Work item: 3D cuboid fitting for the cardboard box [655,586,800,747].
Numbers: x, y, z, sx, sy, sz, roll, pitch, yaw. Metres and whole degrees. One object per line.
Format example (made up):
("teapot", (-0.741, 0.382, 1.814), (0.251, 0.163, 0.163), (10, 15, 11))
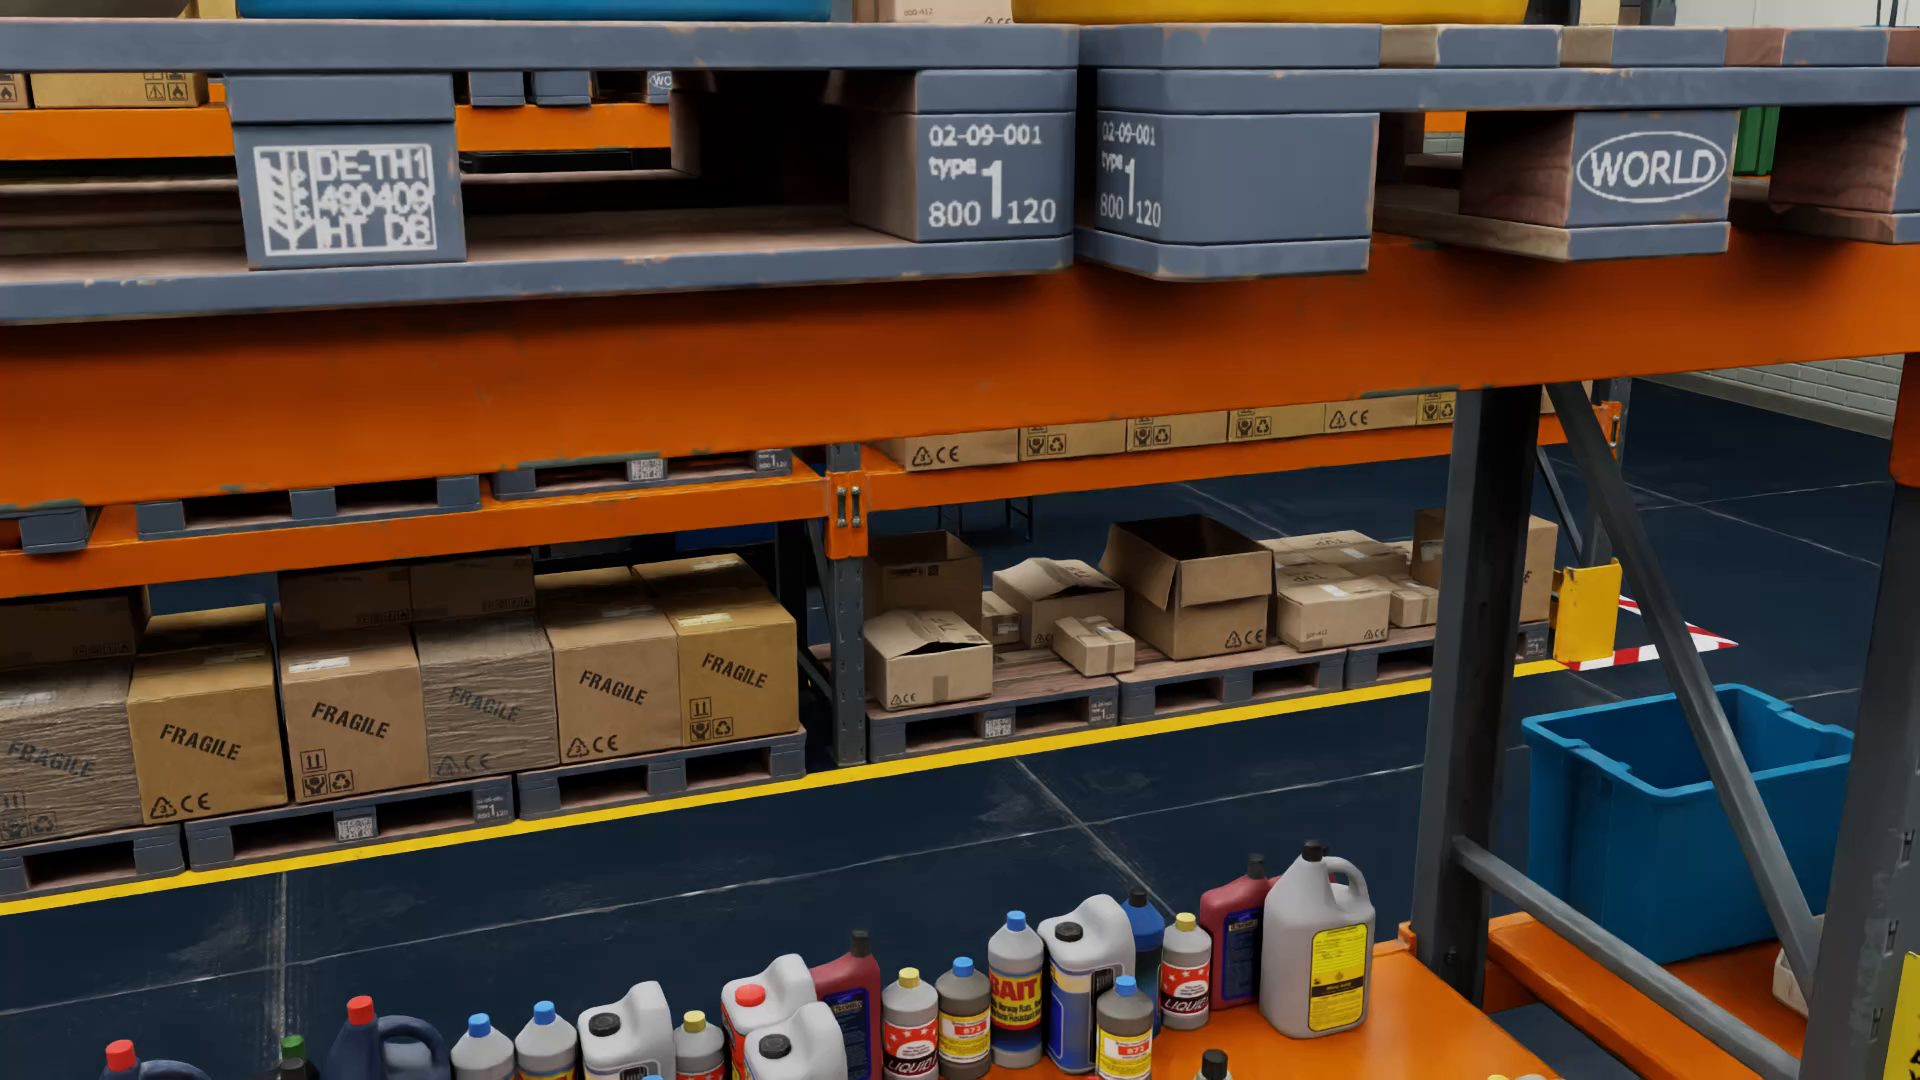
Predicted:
("cardboard box", (-1.002, 0.531, 7.123), (0.500, 0.500, 0.500), (-6, 17, -20))

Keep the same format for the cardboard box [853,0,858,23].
("cardboard box", (-0.287, -2.310, 7.197), (0.500, 0.250, 0.500), (-6, 17, -20))

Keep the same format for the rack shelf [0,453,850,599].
("rack shelf", (-2.512, -0.036, 6.673), (4.000, 0.370, 1.077), (-6, 17, -20))

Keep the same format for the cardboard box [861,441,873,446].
("cardboard box", (-0.269, -0.749, 7.646), (0.500, 0.500, 0.500), (-6, 17, -19))

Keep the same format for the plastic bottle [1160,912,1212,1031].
("plastic bottle", (0.404, 0.771, 3.002), (0.097, 0.201, 0.097), (0, 16, 0))

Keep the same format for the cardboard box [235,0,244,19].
("cardboard box", (-2.385, -2.153, 6.181), (0.600, 0.600, 0.600), (-7, 18, -22))

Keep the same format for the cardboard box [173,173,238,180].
("cardboard box", (-4.860, -2.258, 10.894), (0.500, 0.250, 0.500), (-7, 18, -21))

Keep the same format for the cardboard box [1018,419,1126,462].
("cardboard box", (0.406, -0.663, 7.354), (0.500, 0.500, 0.500), (-6, 17, -19))

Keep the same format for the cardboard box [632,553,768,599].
("cardboard box", (-1.183, 0.390, 7.601), (0.500, 0.500, 0.500), (-7, 18, -23))

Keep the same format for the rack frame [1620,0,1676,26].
("rack frame", (3.091, -3.864, 7.787), (0.127, 3.000, 1.000), (-6, 17, -20))

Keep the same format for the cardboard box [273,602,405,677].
("cardboard box", (-2.619, 0.546, 7.070), (0.500, 0.500, 0.500), (-7, 18, -22))

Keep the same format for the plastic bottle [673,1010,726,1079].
("plastic bottle", (-0.426, 0.861, 2.697), (0.097, 0.201, 0.097), (0, 16, 0))

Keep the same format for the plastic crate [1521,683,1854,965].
("plastic crate", (1.439, 0.563, 3.279), (0.575, 0.384, 0.392), (-6, 17, -20))

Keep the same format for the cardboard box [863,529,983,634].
("cardboard box", (-0.214, 0.274, 7.999), (0.500, 0.500, 0.500), (-6, 17, -20))

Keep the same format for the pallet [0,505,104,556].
("pallet", (-3.771, -0.174, 6.208), (1.003, 0.211, 1.213), (-6, 17, -20))

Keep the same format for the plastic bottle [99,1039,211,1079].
("plastic bottle", (-1.154, 0.875, 2.384), (0.185, 0.351, 0.144), (-6, 17, -20))

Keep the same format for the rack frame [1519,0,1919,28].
("rack frame", (1.125, -2.157, 1.974), (0.127, 3.000, 1.000), (-6, 17, -20))

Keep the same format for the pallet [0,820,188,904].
("pallet", (-3.669, 1.093, 6.501), (1.213, 0.211, 1.003), (-6, 17, -20))

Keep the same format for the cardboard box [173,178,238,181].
("cardboard box", (-4.672, -2.126, 10.443), (0.500, 0.250, 0.500), (-6, 17, -20))

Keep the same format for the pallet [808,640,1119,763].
("pallet", (-0.002, 0.686, 7.886), (1.213, 0.211, 1.003), (-6, 17, -20))

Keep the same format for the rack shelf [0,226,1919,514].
("rack shelf", (-0.743, -0.171, 1.811), (4.000, 0.370, 1.077), (-6, 17, -20))

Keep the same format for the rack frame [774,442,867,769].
("rack frame", (-0.644, -0.583, 7.259), (0.127, 3.000, 1.000), (-6, 17, -20))

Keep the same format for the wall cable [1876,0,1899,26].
("wall cable", (6.724, -4.154, 14.283), (0.112, 2.526, 3.097), (-6, 17, -20))

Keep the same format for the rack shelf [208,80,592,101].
("rack shelf", (-4.288, -2.778, 10.688), (4.000, 0.370, 1.077), (-6, 17, -20))

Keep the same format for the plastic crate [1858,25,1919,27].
("plastic crate", (1.861, -0.814, 3.019), (0.300, 0.233, 0.416), (-6, 17, -20))

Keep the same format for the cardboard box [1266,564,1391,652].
("cardboard box", (1.774, 0.330, 8.251), (0.500, 0.250, 0.500), (-6, 17, -20))

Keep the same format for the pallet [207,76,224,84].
("pallet", (-4.530, -3.023, 10.581), (1.213, 0.211, 1.003), (-5, 17, -18))

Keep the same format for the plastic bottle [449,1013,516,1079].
("plastic bottle", (-0.734, 0.860, 2.574), (0.097, 0.271, 0.097), (0, 16, 0))

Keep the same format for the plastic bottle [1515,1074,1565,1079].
("plastic bottle", (0.872, 0.905, 2.412), (0.135, 0.276, 0.152), (-6, 17, -20))

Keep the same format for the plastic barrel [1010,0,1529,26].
("plastic barrel", (0.345, -0.865, 1.816), (0.600, 0.588, 0.600), (0, 16, 0))

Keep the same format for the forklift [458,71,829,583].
("forklift", (-2.209, -1.126, 9.230), (3.031, 2.935, 1.130), (-7, 18, -23))

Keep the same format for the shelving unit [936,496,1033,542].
("shelving unit", (0.155, -1.024, 10.359), (0.503, 2.100, 0.431), (-6, 17, -20))

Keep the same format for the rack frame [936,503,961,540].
("rack frame", (-0.073, -1.000, 10.275), (0.015, 2.100, 0.400), (-6, 17, -20))

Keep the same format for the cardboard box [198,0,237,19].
("cardboard box", (-4.726, -3.364, 10.449), (0.500, 0.500, 0.700), (-5, 17, -17))

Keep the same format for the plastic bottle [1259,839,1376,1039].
("plastic bottle", (0.642, 0.699, 2.982), (0.185, 0.351, 0.144), (-6, 17, -20))

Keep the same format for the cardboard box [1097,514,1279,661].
("cardboard box", (1.108, 0.213, 8.198), (0.637, 0.503, 0.797), (-6, 17, -20))

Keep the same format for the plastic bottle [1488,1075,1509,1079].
("plastic bottle", (0.810, 0.910, 2.528), (0.097, 0.201, 0.097), (0, 16, 0))

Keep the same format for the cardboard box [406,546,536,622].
("cardboard box", (-2.117, 0.131, 7.152), (0.500, 0.250, 0.500), (-6, 17, -20))

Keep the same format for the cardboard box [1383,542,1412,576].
("cardboard box", (2.344, 0.139, 9.047), (0.250, 0.166, 0.380), (-6, 17, -20))

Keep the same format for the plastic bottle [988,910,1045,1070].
("plastic bottle", (0.097, 0.771, 2.879), (0.097, 0.271, 0.097), (0, 16, 0))

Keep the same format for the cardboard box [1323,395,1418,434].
("cardboard box", (1.819, -0.815, 7.873), (0.500, 0.500, 0.500), (-6, 17, -20))

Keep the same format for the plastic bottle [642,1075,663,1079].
("plastic bottle", (-0.463, 0.910, 2.527), (0.097, 0.201, 0.097), (0, 16, 0))

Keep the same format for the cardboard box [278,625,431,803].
("cardboard box", (-2.409, 0.681, 6.612), (0.500, 0.500, 0.500), (-7, 18, -22))
